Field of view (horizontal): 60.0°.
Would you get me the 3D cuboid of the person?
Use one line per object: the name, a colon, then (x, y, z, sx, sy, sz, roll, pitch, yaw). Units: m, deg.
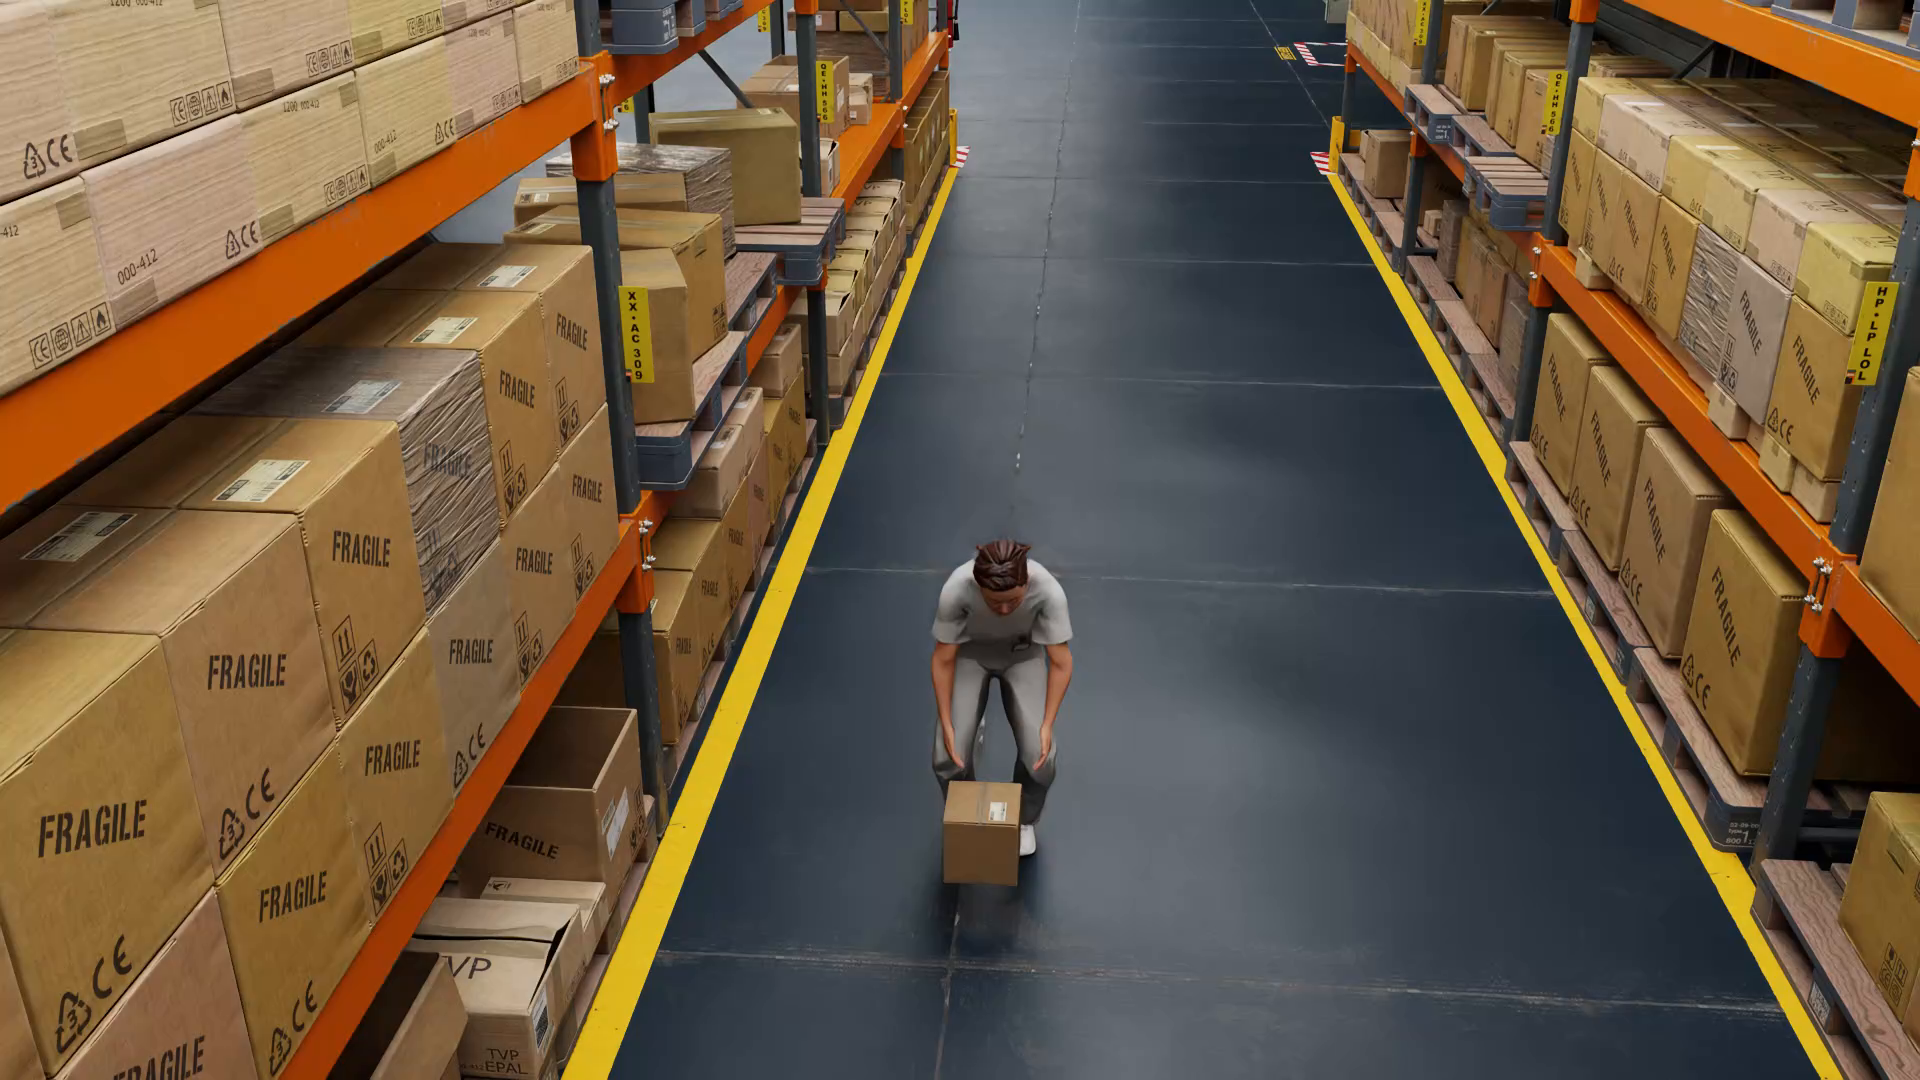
person: (0.151, 0.520, 5.888, 0.491, 1.335, 0.665, 2, 25, 4)
